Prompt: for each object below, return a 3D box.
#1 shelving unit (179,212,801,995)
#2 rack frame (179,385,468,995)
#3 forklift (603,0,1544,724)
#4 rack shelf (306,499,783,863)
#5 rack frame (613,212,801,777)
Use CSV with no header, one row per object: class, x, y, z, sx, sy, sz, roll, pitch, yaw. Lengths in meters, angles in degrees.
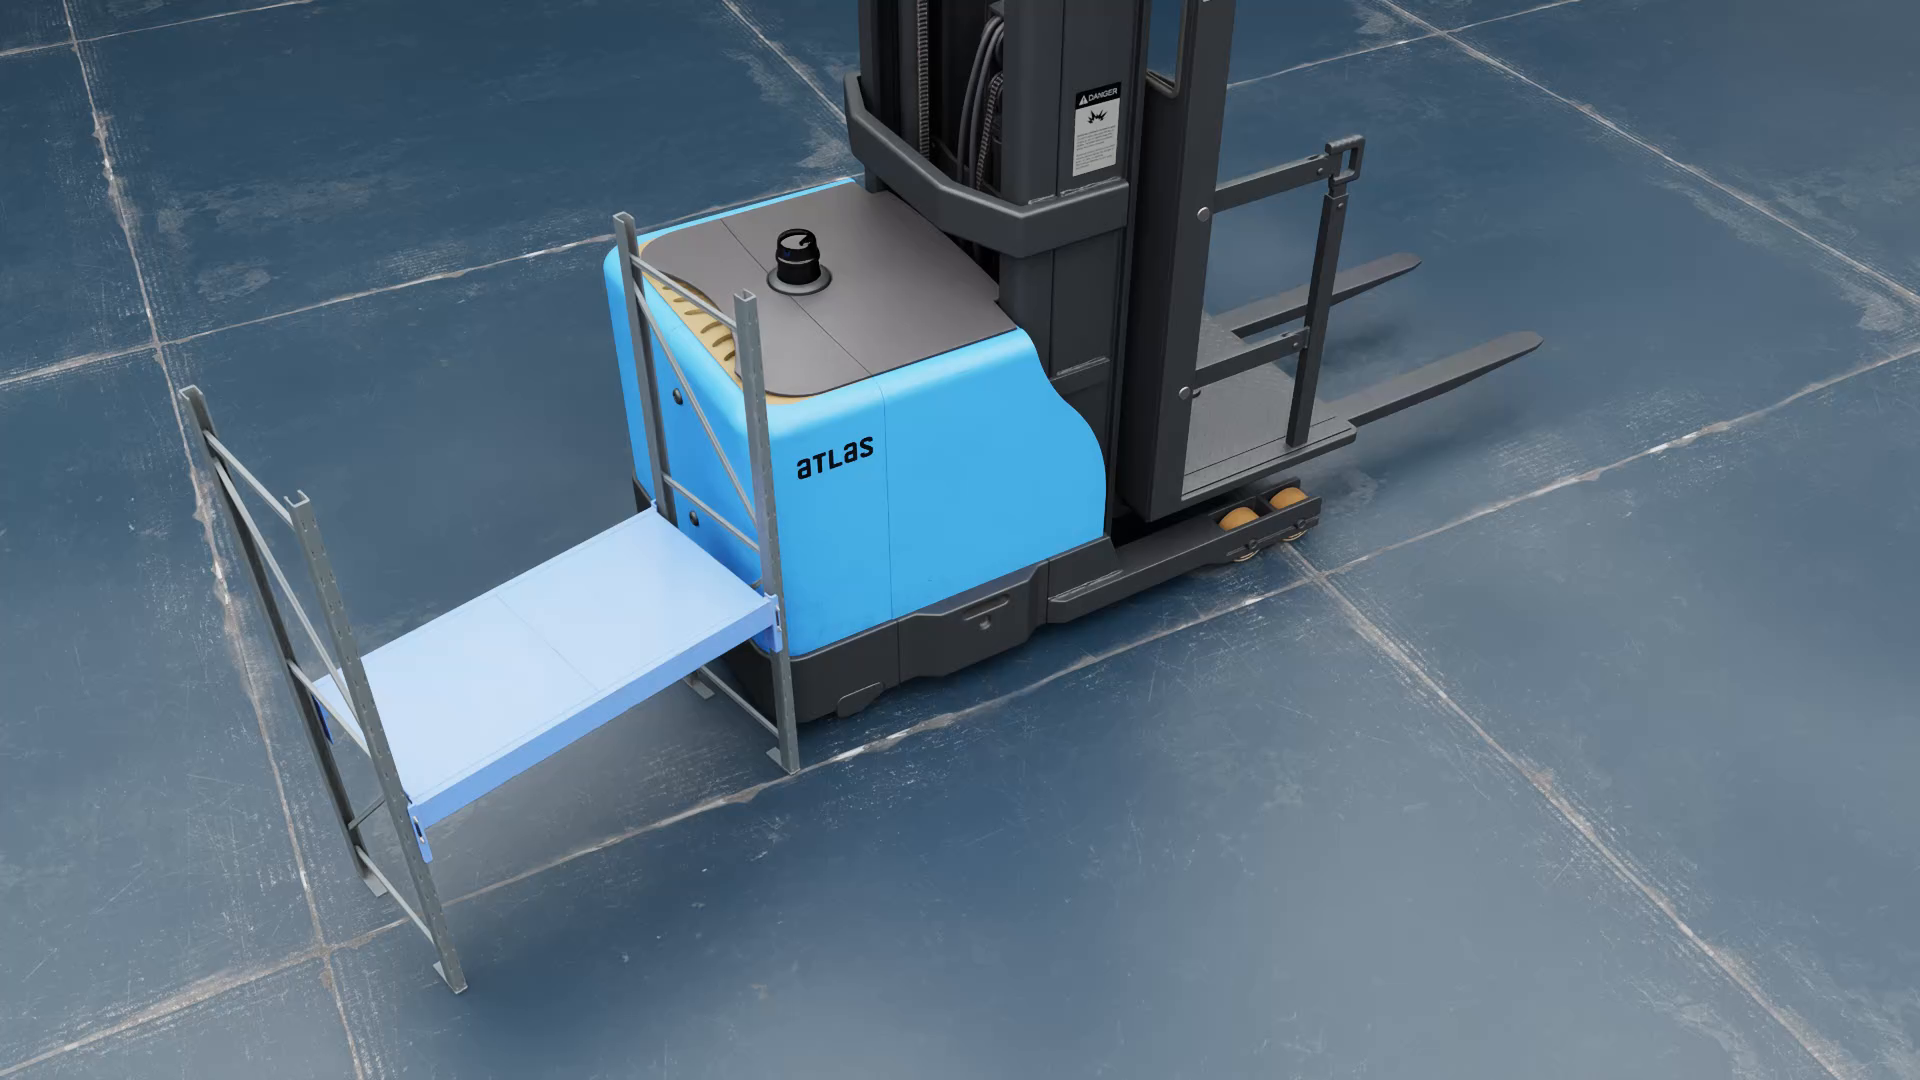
shelving unit,-0.986,0.166,3.893,1.048,1.500,0.538,-31,49,-31
rack frame,-1.359,0.389,3.629,0.032,1.500,0.500,-31,49,-31
forklift,0.540,-1.326,4.548,3.031,2.935,1.130,-21,45,-23
rack shelf,-0.986,0.303,4.010,1.000,0.185,0.538,-31,49,-31
rack frame,-0.614,-0.058,4.158,0.032,1.500,0.500,-31,49,-31
